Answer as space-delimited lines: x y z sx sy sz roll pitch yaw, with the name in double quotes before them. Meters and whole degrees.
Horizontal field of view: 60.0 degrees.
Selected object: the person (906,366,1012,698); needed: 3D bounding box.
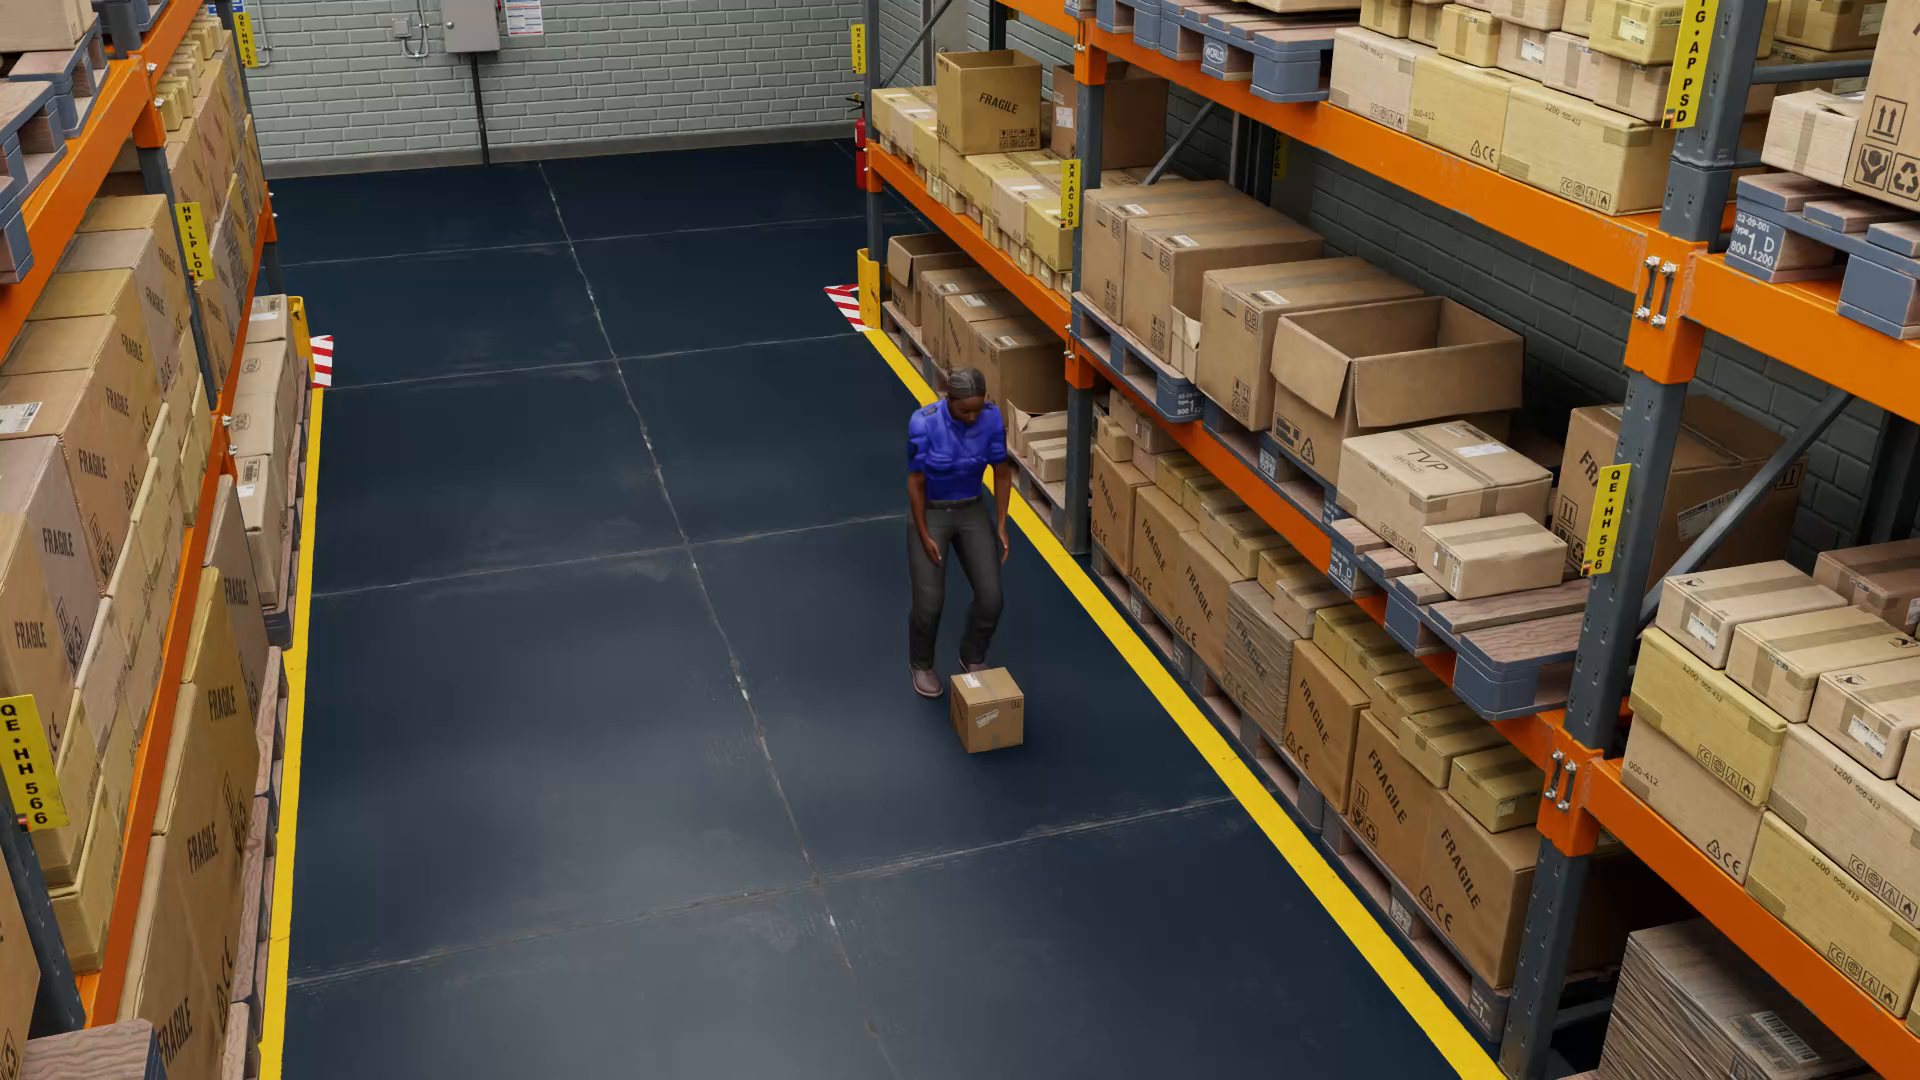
"person" -0.007 -0.059 7.347 0.469 1.575 0.430 -8 27 -15
